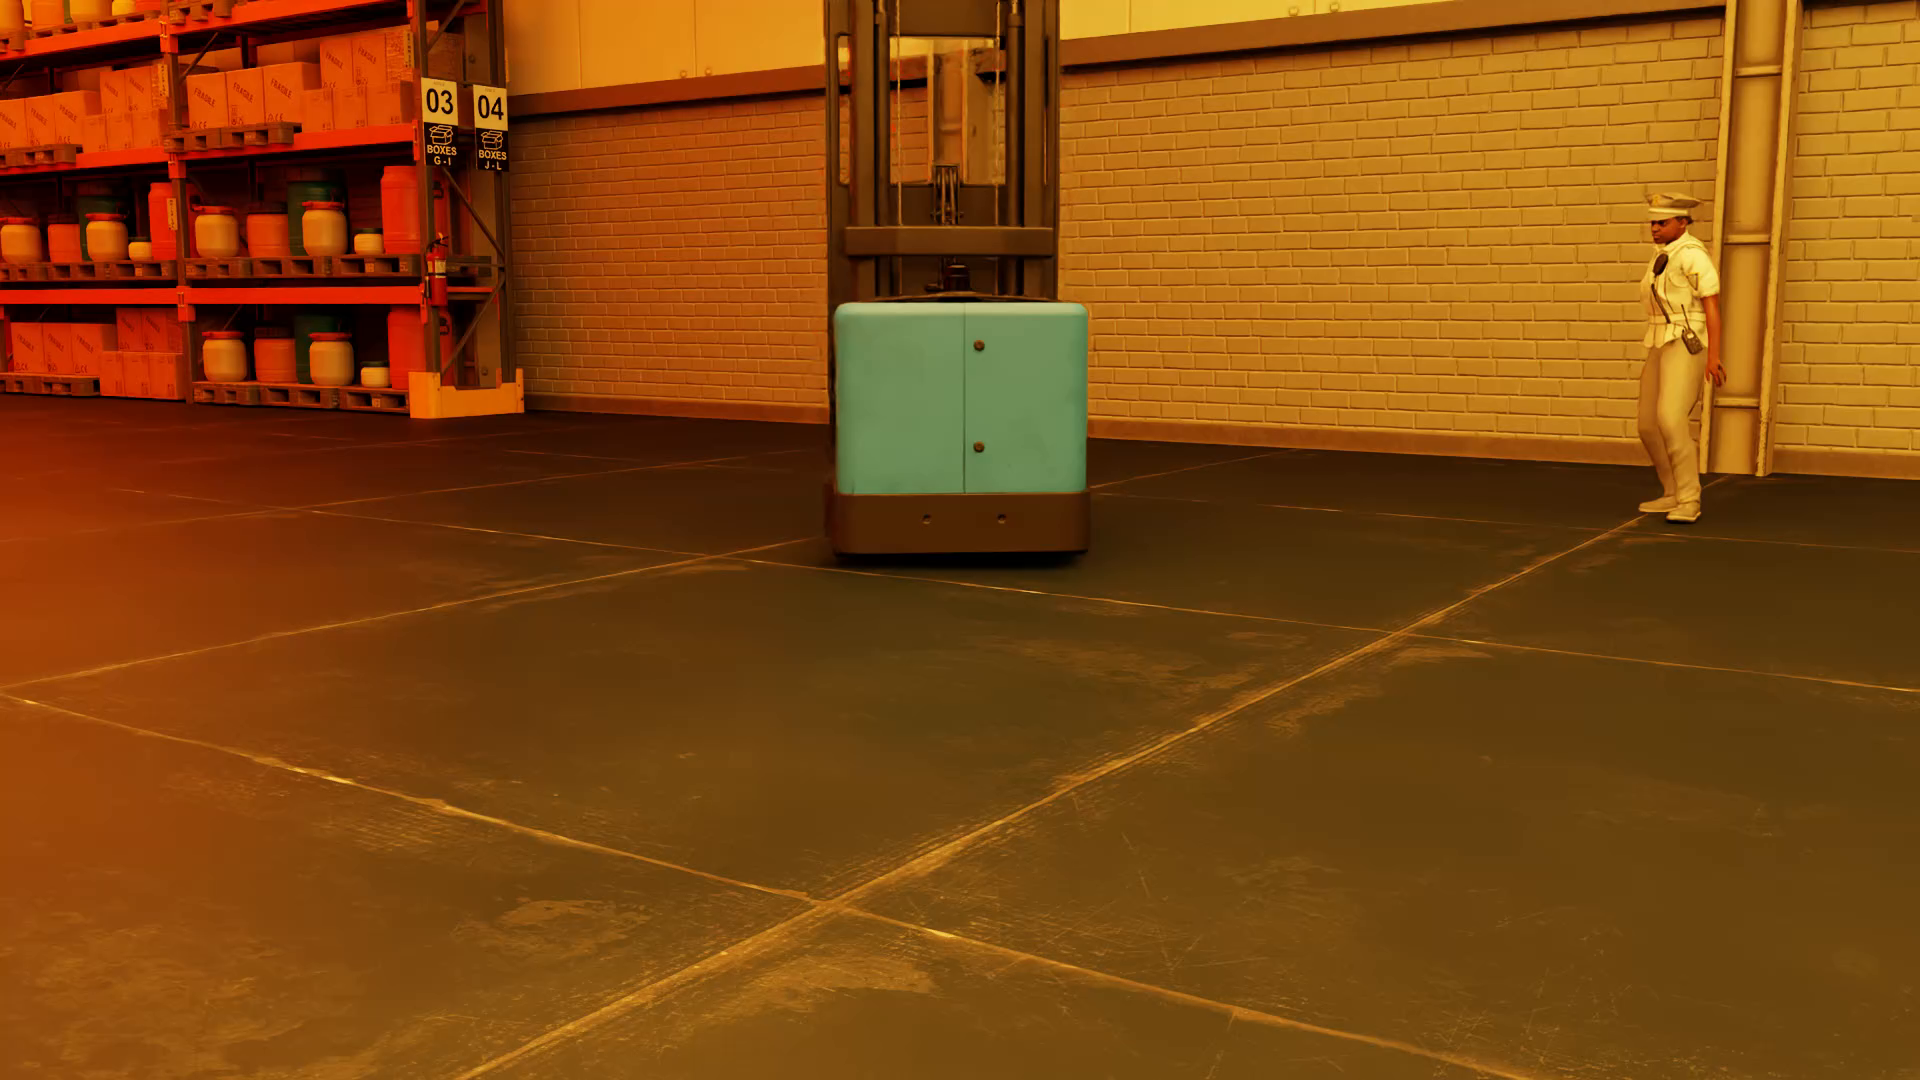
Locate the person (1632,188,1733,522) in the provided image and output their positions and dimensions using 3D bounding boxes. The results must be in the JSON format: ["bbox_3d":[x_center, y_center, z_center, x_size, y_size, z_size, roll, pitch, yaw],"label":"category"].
[{"bbox_3d":[3.669,-0.947,8.434,0.398,1.645,0.657,-2,8,-11],"label":"person"}]

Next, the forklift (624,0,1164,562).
[{"bbox_3d":[-0.494,-1.516,7.853,1.130,2.935,3.031,-8,11,-44],"label":"forklift"}]
